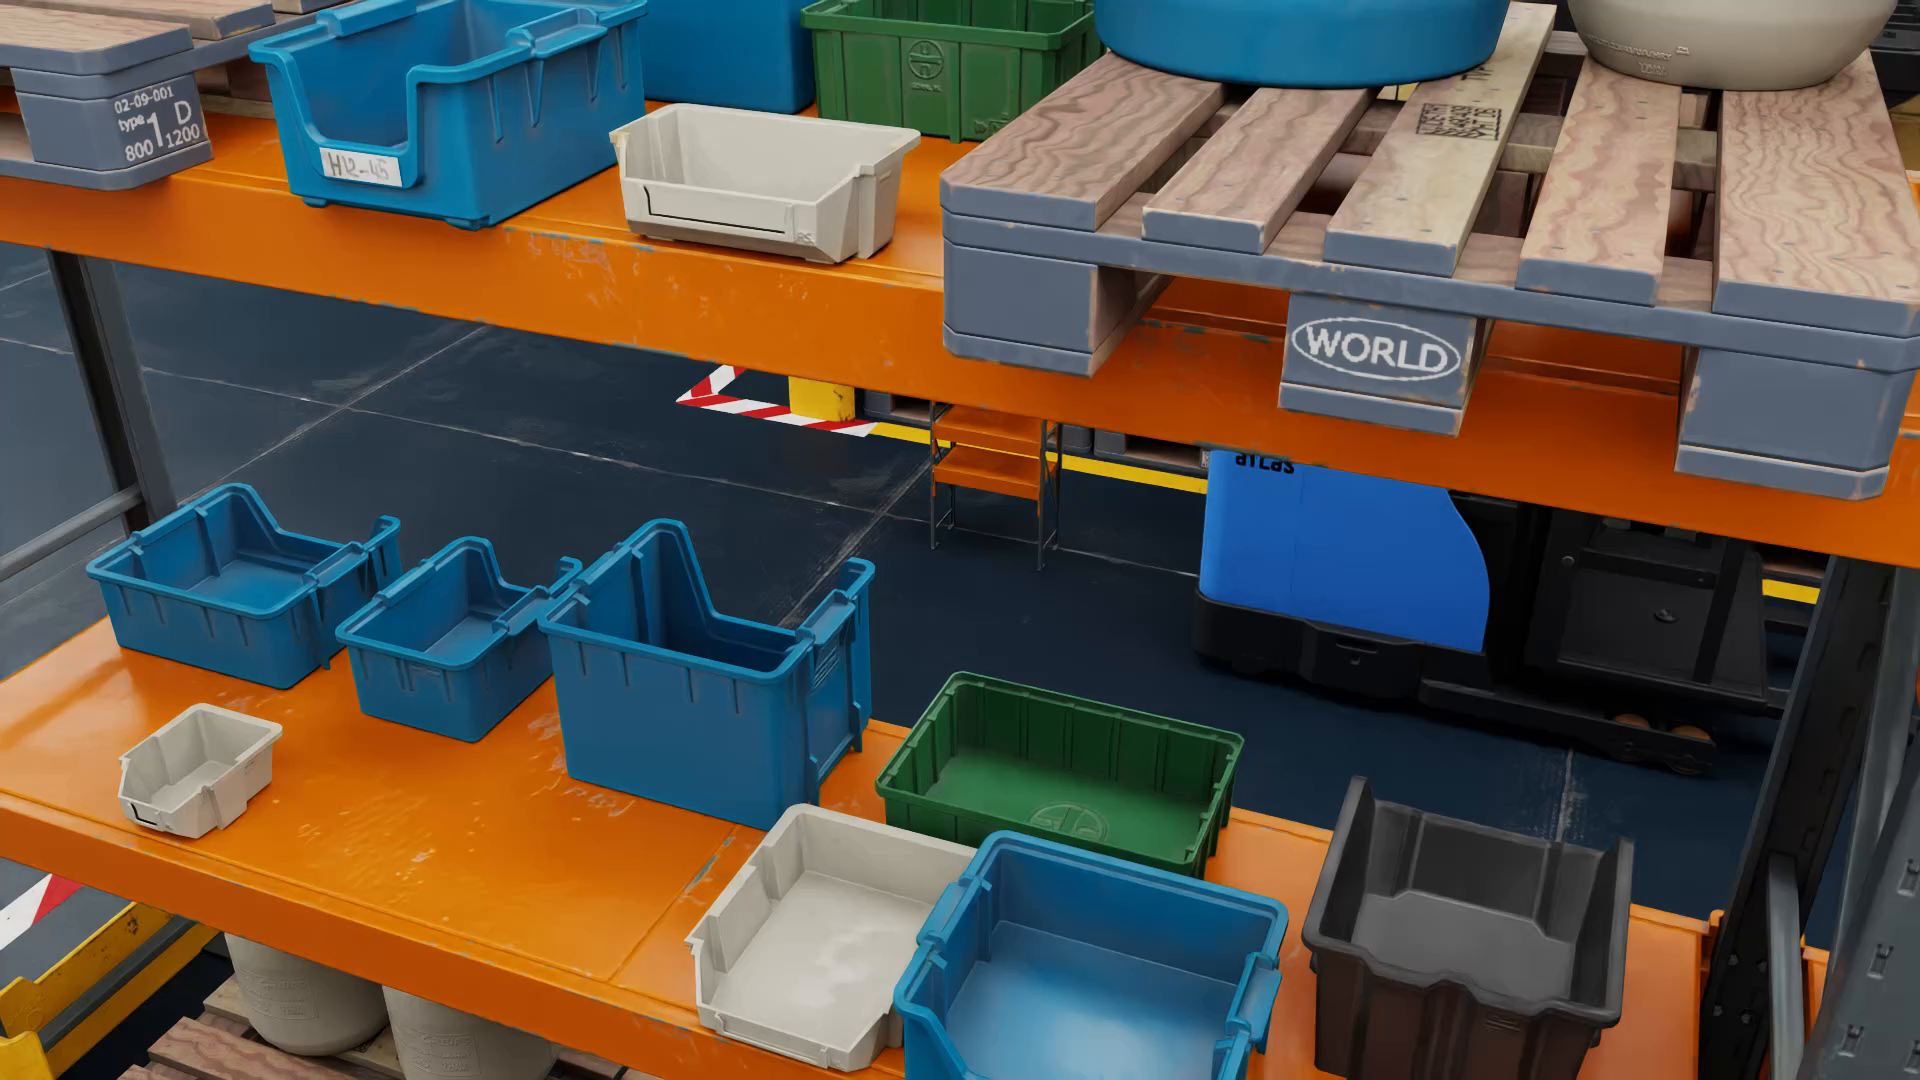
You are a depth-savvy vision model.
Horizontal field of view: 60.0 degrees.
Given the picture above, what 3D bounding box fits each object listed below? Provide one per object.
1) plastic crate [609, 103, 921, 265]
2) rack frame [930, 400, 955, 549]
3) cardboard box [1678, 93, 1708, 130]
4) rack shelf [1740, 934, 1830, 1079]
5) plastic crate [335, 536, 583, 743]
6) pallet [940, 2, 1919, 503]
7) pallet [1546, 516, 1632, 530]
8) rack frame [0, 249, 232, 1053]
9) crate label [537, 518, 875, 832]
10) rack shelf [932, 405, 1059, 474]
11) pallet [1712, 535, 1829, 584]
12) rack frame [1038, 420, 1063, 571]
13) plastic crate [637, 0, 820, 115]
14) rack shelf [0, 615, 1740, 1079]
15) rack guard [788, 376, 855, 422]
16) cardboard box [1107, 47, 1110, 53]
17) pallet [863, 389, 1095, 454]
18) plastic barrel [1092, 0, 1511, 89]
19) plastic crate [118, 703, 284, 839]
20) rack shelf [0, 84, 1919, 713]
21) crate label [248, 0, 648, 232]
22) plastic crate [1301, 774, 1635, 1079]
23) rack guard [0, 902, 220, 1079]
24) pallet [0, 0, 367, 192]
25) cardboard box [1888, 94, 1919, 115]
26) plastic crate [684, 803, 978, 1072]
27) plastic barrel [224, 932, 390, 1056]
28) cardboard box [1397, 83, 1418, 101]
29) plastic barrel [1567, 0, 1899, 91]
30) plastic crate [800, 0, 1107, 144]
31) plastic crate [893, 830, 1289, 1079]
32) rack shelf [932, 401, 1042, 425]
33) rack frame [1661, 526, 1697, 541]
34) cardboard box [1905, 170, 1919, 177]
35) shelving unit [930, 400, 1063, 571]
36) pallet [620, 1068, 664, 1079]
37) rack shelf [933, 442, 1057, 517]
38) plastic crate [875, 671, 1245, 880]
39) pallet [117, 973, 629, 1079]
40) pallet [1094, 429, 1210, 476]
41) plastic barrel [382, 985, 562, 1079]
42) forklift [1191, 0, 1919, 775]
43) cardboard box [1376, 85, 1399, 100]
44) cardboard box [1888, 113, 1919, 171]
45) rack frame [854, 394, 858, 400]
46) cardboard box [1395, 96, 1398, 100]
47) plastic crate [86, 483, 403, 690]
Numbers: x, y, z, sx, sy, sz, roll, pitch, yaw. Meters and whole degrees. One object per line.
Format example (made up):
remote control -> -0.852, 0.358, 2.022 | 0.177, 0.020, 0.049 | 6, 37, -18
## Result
plastic crate -> -0.275, -0.482, 2.274 | 0.396, 0.136, 0.243 | 11, 31, 19
rack frame -> -0.073, -0.537, 6.980 | 0.015, 1.200, 0.240 | 11, 31, 19
cardboard box -> 2.897, -1.715, 6.474 | 0.250, 0.149, 0.380 | 11, 31, 19
rack shelf -> 3.217, 1.505, 2.270 | 4.000, 0.370, 1.077 | 11, 31, 19
plastic crate -> -1.167, 0.225, 3.954 | 0.408, 0.251, 0.499 | 11, 31, 19
pallet -> 0.659, -0.491, 2.213 | 1.003, 0.211, 1.213 | 11, 31, 19
pallet -> 2.509, -0.388, 7.722 | 1.213, 0.211, 1.003 | 11, 31, 19
rack frame -> -2.342, 0.082, 4.057 | 0.127, 3.000, 1.000 | 11, 31, 19
crate label -> -0.535, 0.284, 3.664 | 0.616, 0.435, 0.502 | 11, 31, 19
rack shelf -> 0.153, -0.433, 6.934 | 0.480, 0.148, 0.258 | 11, 31, 19
pallet -> 3.927, -0.104, 7.219 | 1.213, 0.211, 1.003 | 11, 31, 19
rack frame -> 0.379, -0.447, 6.821 | 0.015, 1.200, 0.240 | 11, 31, 19
plastic crate -> -0.462, -1.002, 2.941 | 0.575, 0.384, 0.392 | 11, 31, 19
rack shelf -> -0.489, 0.765, 3.579 | 4.000, 0.370, 1.077 | 11, 31, 19
rack guard -> -0.499, -1.092, 8.674 | 0.348, 0.500, 1.175 | 11, 31, 19
cardboard box -> 0.763, -2.141, 7.229 | 0.250, 0.149, 0.380 | 10, 31, 17
pallet -> 0.248, -0.840, 8.521 | 1.213, 0.211, 1.003 | 11, 31, 19
plastic barrel -> 0.482, -1.118, 2.195 | 0.708, 0.901, 0.600 | 11, 31, 19
plastic crate -> -1.634, 0.509, 3.569 | 0.250, 0.136, 0.298 | 11, 31, 19
rack shelf -> -0.489, -0.541, 2.841 | 4.000, 0.370, 1.077 | 11, 31, 19
crate label -> -0.732, -0.662, 2.476 | 0.408, 0.251, 0.502 | 11, 31, 19
plastic crate -> 0.927, 0.694, 3.037 | 0.504, 0.338, 0.767 | 11, 31, 19
rack guard -> -2.254, 1.163, 4.685 | 0.348, 0.500, 1.175 | 11, 31, 19
pallet -> -1.613, -0.944, 3.016 | 1.213, 0.211, 1.003 | 11, 31, 19
cardboard box -> 6.187, -2.917, 10.693 | 0.500, 0.250, 0.500 | 11, 31, 18
plastic crate -> -0.236, 0.752, 3.140 | 0.437, 0.136, 0.530 | 11, 31, 19
plastic barrel -> -1.704, 1.069, 4.412 | 0.421, 0.512, 0.421 | 0, 29, 0
cardboard box -> 1.955, -1.904, 6.809 | 0.250, 0.149, 0.380 | 11, 31, 19
plastic barrel -> 1.039, -0.885, 2.178 | 0.421, 0.512, 0.421 | 0, 29, 0
plastic crate -> 0.004, -0.808, 2.798 | 0.450, 0.188, 0.336 | 11, 31, 19
plastic crate -> 0.236, 0.806, 2.928 | 0.616, 0.251, 0.499 | 11, 31, 19
rack shelf -> 0.153, -0.628, 6.824 | 0.480, 0.148, 0.258 | 11, 31, 19
rack frame -> 3.230, -1.436, 6.742 | 0.127, 3.000, 1.000 | 11, 31, 19
cardboard box -> 3.703, -1.300, 6.653 | 0.500, 0.250, 0.500 | 13, 32, 22
shelving unit -> 0.153, -0.492, 6.901 | 0.503, 1.200, 0.258 | 11, 31, 19
pallet -> -0.377, 1.668, 4.085 | 1.213, 0.211, 1.003 | 11, 31, 19
rack shelf -> 0.153, -0.260, 7.031 | 0.480, 0.148, 0.258 | 11, 31, 19
plastic crate -> 0.212, 0.534, 3.472 | 0.662, 0.188, 0.450 | 11, 31, 19
pallet -> -1.504, 1.441, 4.486 | 1.213, 0.211, 1.003 | 11, 31, 19
pallet -> 1.374, -0.613, 8.120 | 1.213, 0.211, 1.003 | 11, 31, 19
plastic barrel -> -1.239, 1.162, 4.248 | 0.421, 0.512, 0.421 | 0, 29, 0
forklift -> 2.460, -0.755, 5.607 | 3.031, 2.935, 1.130 | 11, 31, 19
cardboard box -> 1.721, -1.950, 6.891 | 0.250, 0.149, 0.380 | 12, 32, 21
cardboard box -> 6.275, -2.597, 10.890 | 0.500, 0.500, 0.700 | 11, 31, 18
rack frame -> -0.477, -2.176, 8.052 | 0.127, 3.000, 1.000 | 11, 31, 19
cardboard box -> 1.862, -1.748, 7.193 | 0.500, 0.500, 0.700 | 12, 32, 20
plastic crate -> -1.766, 0.103, 4.171 | 0.616, 0.251, 0.499 | 11, 31, 19
